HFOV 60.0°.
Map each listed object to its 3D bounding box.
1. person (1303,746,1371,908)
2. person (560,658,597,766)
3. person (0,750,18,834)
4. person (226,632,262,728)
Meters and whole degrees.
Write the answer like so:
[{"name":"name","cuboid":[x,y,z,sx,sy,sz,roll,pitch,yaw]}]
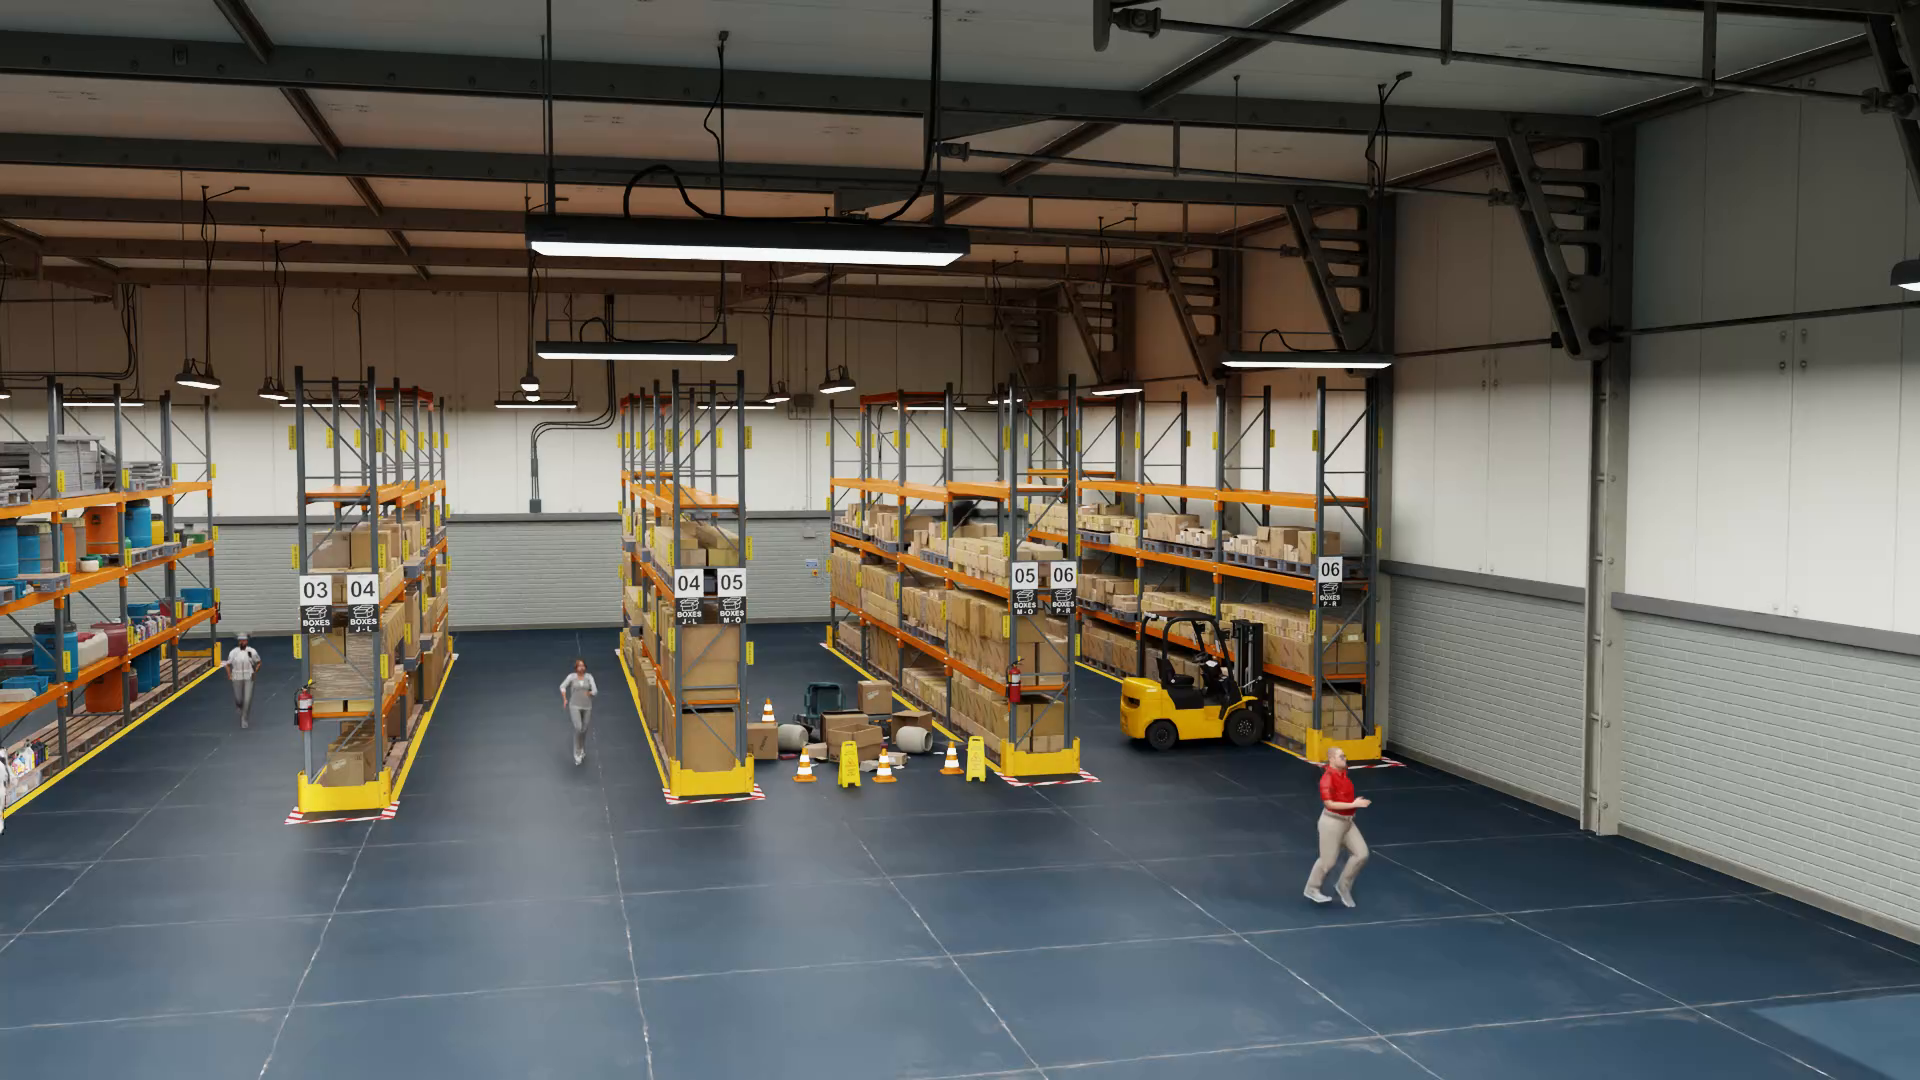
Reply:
[{"name":"person","cuboid":[4.056,3.092,17.802,0.736,1.768,0.637,3,4,40]},{"name":"person","cuboid":[-5.904,2.660,25.839,0.503,1.644,0.706,-2,4,-28]},{"name":"person","cuboid":[-11.262,3.005,19.350,0.608,1.665,0.591,1,4,22]},{"name":"person","cuboid":[-12.594,2.442,29.254,0.583,1.664,0.593,-1,4,-21]}]
